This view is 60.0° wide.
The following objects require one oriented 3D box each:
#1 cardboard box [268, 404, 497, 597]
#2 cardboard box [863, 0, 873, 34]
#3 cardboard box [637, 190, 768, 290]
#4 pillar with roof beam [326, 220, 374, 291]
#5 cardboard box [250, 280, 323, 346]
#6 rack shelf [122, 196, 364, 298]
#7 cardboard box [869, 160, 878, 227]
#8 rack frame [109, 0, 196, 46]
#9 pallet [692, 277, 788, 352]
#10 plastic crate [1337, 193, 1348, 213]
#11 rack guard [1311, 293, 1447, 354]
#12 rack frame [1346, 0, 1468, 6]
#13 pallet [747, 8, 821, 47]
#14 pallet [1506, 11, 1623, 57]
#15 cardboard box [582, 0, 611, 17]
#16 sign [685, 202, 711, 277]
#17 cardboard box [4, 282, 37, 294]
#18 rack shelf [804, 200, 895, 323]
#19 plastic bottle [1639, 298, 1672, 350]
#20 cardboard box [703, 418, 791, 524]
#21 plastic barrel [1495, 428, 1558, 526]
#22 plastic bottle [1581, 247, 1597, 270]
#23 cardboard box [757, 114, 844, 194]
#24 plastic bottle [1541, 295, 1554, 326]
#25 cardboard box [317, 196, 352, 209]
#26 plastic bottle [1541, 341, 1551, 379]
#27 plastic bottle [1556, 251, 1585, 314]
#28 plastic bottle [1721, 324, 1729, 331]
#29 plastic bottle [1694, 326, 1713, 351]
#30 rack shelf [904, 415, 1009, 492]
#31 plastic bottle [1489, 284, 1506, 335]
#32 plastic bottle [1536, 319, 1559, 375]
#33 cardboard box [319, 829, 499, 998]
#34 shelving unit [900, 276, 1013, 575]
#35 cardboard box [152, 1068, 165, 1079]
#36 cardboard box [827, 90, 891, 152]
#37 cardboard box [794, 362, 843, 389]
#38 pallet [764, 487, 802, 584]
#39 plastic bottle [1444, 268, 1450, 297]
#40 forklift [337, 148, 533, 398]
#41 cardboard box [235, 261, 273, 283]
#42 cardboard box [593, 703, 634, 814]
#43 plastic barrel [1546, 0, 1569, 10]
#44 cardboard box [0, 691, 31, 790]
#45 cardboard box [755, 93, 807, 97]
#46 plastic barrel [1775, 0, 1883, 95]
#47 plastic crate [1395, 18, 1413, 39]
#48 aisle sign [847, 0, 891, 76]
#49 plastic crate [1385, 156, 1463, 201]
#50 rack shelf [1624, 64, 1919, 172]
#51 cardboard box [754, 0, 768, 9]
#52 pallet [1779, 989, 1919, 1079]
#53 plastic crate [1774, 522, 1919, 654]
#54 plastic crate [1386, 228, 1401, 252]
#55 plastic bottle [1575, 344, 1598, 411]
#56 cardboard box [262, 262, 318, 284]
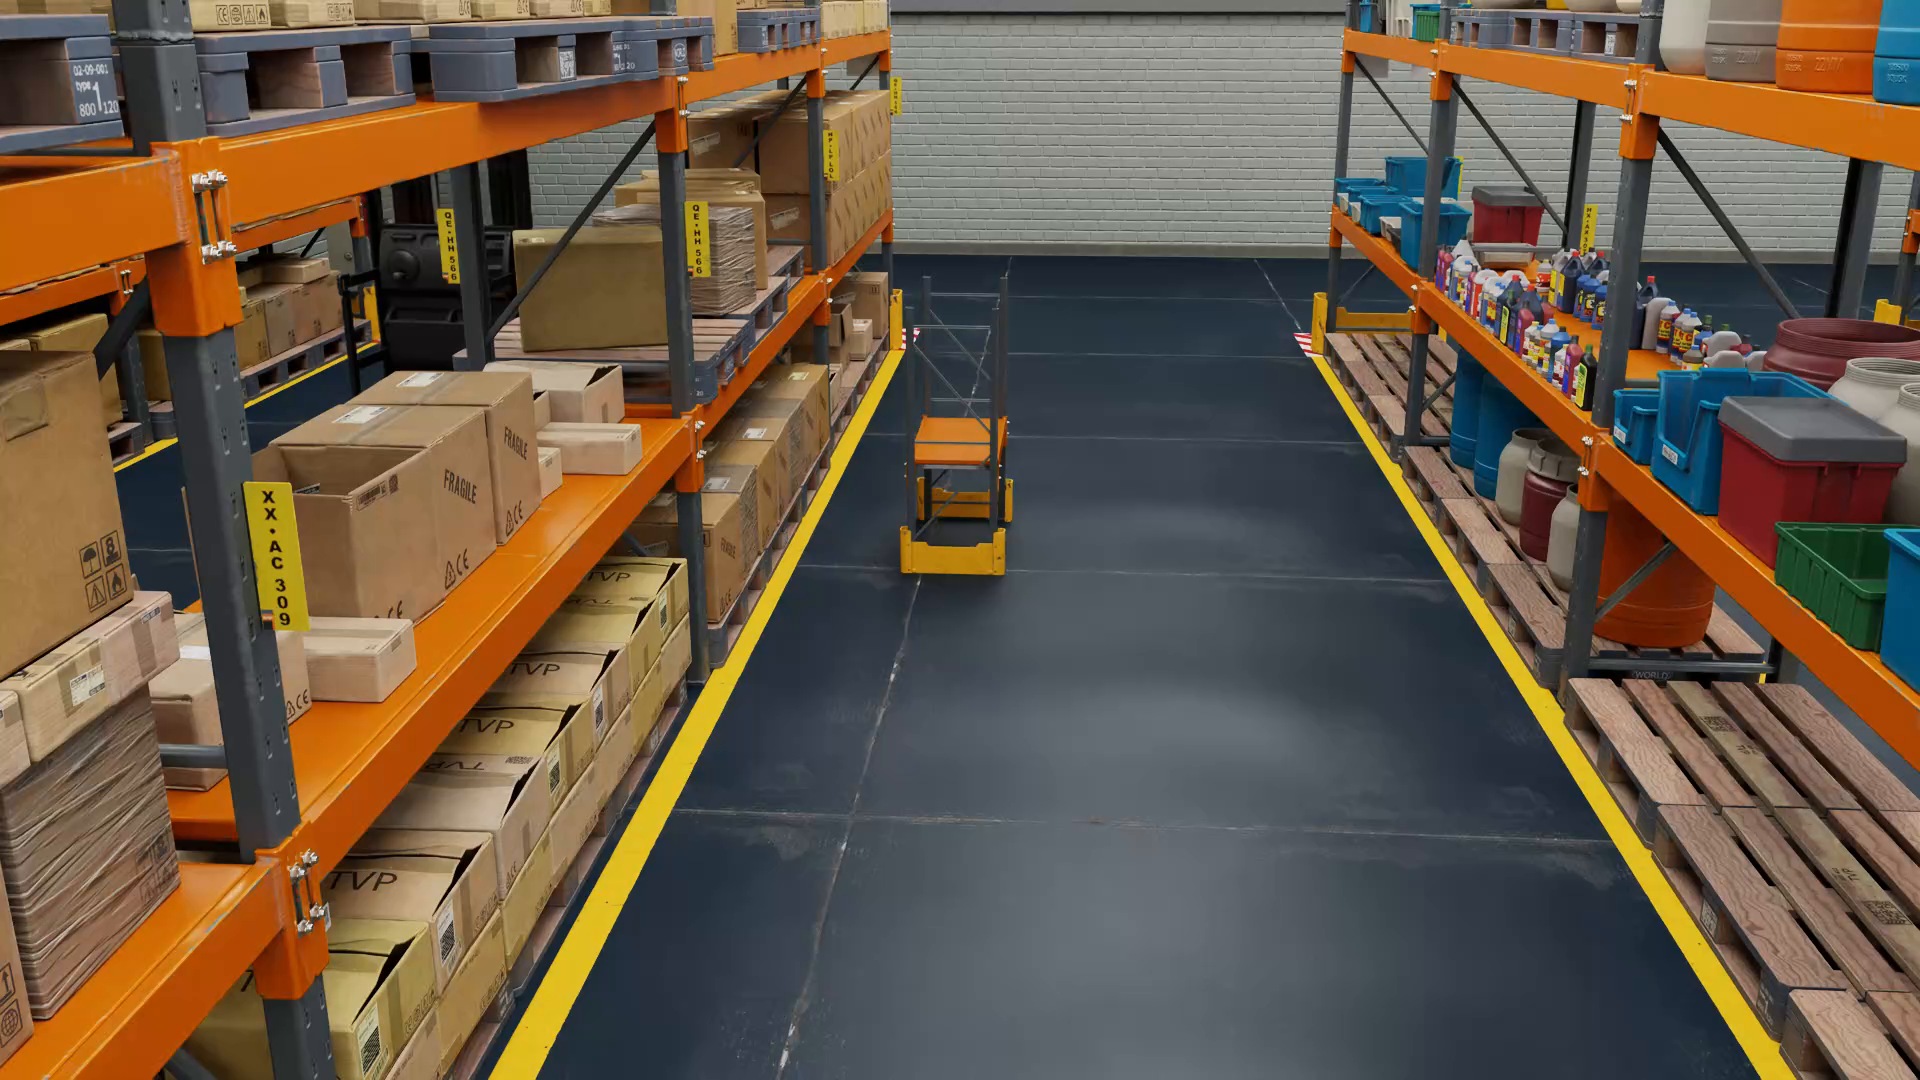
[{"bbox_3d":[-1.837,-0.131,5.346,0.500,0.500,0.500,1,18,4],"label":"cardboard box"},{"bbox_3d":[-0.965,-4.131,13.138,0.500,0.250,0.500,1,18,4],"label":"cardboard box"},{"bbox_3d":[-1.473,-1.708,9.483,0.700,0.500,0.500,-3,18,-10],"label":"cardboard box"},{"bbox_3d":[-2.438,-6.975,16.759,9.100,9.000,0.400,1,18,4],"label":"pillar with roof beam"},{"bbox_3d":[-6.049,-1.999,14.548,0.700,0.500,0.500,1,18,4],"label":"cardboard box"},{"bbox_3d":[-6.206,-2.400,13.585,1.077,0.370,4.000,1,18,4],"label":"rack shelf"},{"bbox_3d":[-0.957,-2.840,13.611,0.500,0.500,0.500,1,18,4],"label":"cardboard box"},{"bbox_3d":[-1.982,-2.377,2.726,1.000,3.000,0.127,1,18,4],"label":"rack frame"},{"bbox_3d":[-1.560,-1.282,9.325,1.003,0.211,1.213,1,18,4],"label":"pallet"},{"bbox_3d":[3.367,-2.878,14.215,0.250,0.136,0.298,1,18,4],"label":"plastic crate"},{"bbox_3d":[3.808,-1.961,15.106,1.175,0.500,0.348,1,18,4],"label":"rack guard"},{"bbox_3d":[3.819,-5.992,13.759,1.000,3.000,0.127,1,18,4],"label":"rack frame"},{"bbox_3d":[-1.525,-3.146,10.192,1.213,0.211,1.003,1,18,4],"label":"pallet"},{"bbox_3d":[3.495,-2.637,8.639,1.003,0.211,1.213,1,18,4],"label":"pallet"},{"bbox_3d":[-1.671,-2.180,6.509,0.500,0.250,0.500,0,18,0],"label":"cardboard box"},{"bbox_3d":[-1.141,-1.308,7.237,0.100,0.325,0.005,1,18,4],"label":"sign"},{"bbox_3d":[-6.109,-1.657,10.535,0.380,0.149,0.250,1,18,4],"label":"cardboard box"},{"bbox_3d":[-1.265,-2.290,13.251,1.077,0.370,4.000,1,18,4],"label":"rack shelf"},{"bbox_3d":[3.698,-1.156,8.833,0.152,0.276,0.135,1,18,4],"label":"plastic bottle"},{"bbox_3d":[-1.272,-0.405,9.651,0.500,0.500,0.500,1,18,2],"label":"cardboard box"},{"bbox_3d":[3.296,-0.355,9.509,0.421,0.512,0.421,0,18,0],"label":"plastic barrel"},{"bbox_3d":[3.793,-1.583,10.016,0.144,0.351,0.185,1,18,4],"label":"plastic bottle"},{"bbox_3d":[-1.094,-2.674,11.499,0.500,0.500,0.500,2,18,5],"label":"cardboard box"},{"bbox_3d":[3.088,-1.146,8.790,0.061,0.283,0.133,1,18,4],"label":"plastic bottle"},{"bbox_3d":[-6.089,-3.347,14.837,0.980,0.700,0.700,2,18,6],"label":"cardboard box"},{"bbox_3d":[2.913,-0.895,8.158,0.097,0.201,0.097,0,18,0],"label":"plastic bottle"},{"bbox_3d":[3.636,-1.529,9.851,0.144,0.351,0.185,1,18,4],"label":"plastic bottle"},{"bbox_3d":[3.687,-0.913,8.079,0.061,0.283,0.133,1,18,4],"label":"plastic bottle"},{"bbox_3d":[3.607,-0.903,8.070,0.097,0.271,0.097,0,18,0],"label":"plastic bottle"},{"bbox_3d":[-0.006,-0.515,9.665,0.538,0.185,1.000,1,18,4],"label":"rack shelf"},{"bbox_3d":[2.993,-1.278,9.211,0.097,0.271,0.097,0,18,0],"label":"plastic bottle"},{"bbox_3d":[2.920,-0.959,8.239,0.097,0.271,0.097,0,18,0],"label":"plastic bottle"},{"bbox_3d":[-1.662,1.036,4.785,0.500,0.311,0.500,1,18,3],"label":"cardboard box"},{"bbox_3d":[-0.005,-0.689,9.617,0.587,1.500,1.083,1,18,4],"label":"shelving unit"},{"bbox_3d":[-2.238,1.182,4.339,0.500,0.311,0.500,1,18,4],"label":"cardboard box"},{"bbox_3d":[-0.879,-3.632,14.422,0.500,0.500,0.500,1,18,3],"label":"cardboard box"},{"bbox_3d":[-1.110,-1.268,12.819,0.380,0.166,0.250,1,18,4],"label":"cardboard box"},{"bbox_3d":[-1.513,-0.052,9.744,1.003,0.211,1.213,1,18,4],"label":"pallet"},{"bbox_3d":[3.081,-1.623,10.377,0.097,0.201,0.097,0,18,0],"label":"plastic bottle"},{"bbox_3d":[-3.489,-1.886,10.970,1.130,2.935,3.031,3,18,9],"label":"forklift"},{"bbox_3d":[-6.239,-2.349,14.573,0.380,0.149,0.250,1,18,4],"label":"cardboard box"},{"bbox_3d":[-1.562,0.824,6.334,0.500,0.250,0.500,2,18,5],"label":"cardboard box"},{"bbox_3d":[3.669,-3.326,9.461,0.600,0.588,0.600,0,18,0],"label":"plastic barrel"},{"bbox_3d":[-1.823,0.365,2.789,0.380,0.149,0.250,1,18,2],"label":"cardboard box"},{"bbox_3d":[-1.446,-3.482,13.964,0.500,0.500,0.500,1,18,4],"label":"cardboard box"},{"bbox_3d":[2.923,-1.833,5.193,0.600,0.830,0.708,1,18,4],"label":"plastic barrel"},{"bbox_3d":[3.244,-3.603,11.707,0.293,0.136,0.466,1,18,4],"label":"plastic crate"},{"bbox_3d":[-0.811,-4.503,14.673,0.394,0.787,0.004,1,18,4],"label":"aisle sign"},{"bbox_3d":[3.981,-3.079,14.348,0.616,0.435,0.499,1,18,4],"label":"plastic crate"},{"bbox_3d":[3.102,-1.119,4.860,1.077,0.370,4.000,1,18,4],"label":"rack shelf"},{"bbox_3d":[-1.518,-3.576,10.207,0.600,0.600,0.600,0,18,-1],"label":"cardboard box"},{"bbox_3d":[2.976,1.666,4.500,1.003,0.211,1.213,1,18,4],"label":"pallet"},{"bbox_3d":[2.802,0.139,5.022,0.450,0.188,0.662,1,18,4],"label":"plastic crate"},{"bbox_3d":[3.345,-2.151,12.015,0.437,0.125,0.590,1,18,4],"label":"plastic crate"},{"bbox_3d":[2.849,-0.737,7.541,0.061,0.283,0.133,1,18,4],"label":"plastic bottle"},{"bbox_3d":[-5.858,-2.340,14.544,0.380,0.149,0.250,2,18,5],"label":"cardboard box"}]
